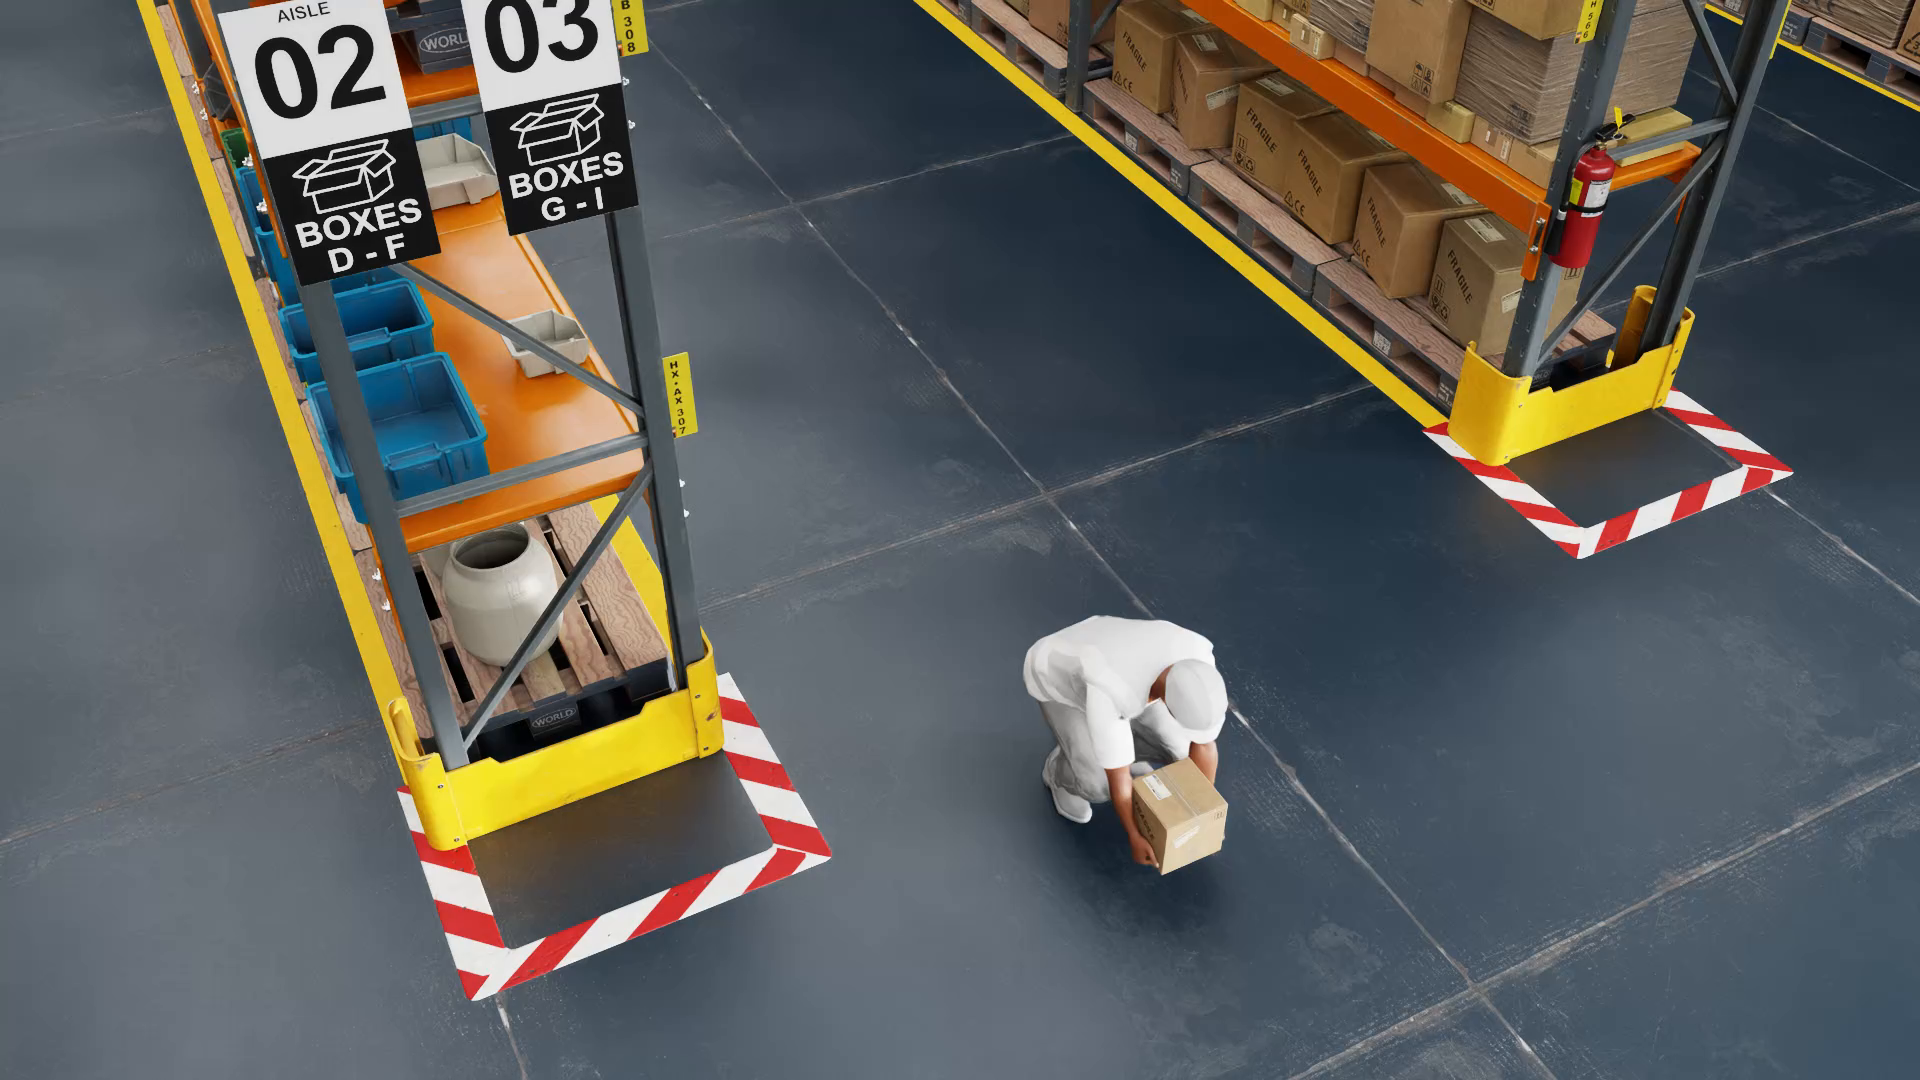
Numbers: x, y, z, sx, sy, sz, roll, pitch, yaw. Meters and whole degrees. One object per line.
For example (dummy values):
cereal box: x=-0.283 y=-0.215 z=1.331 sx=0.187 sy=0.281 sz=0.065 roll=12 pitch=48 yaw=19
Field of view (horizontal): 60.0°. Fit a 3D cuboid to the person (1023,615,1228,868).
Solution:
person: x=0.626 y=0.637 z=5.993 sx=0.541 sy=1.008 sz=0.912 roll=-20 pitch=45 yaw=-21
